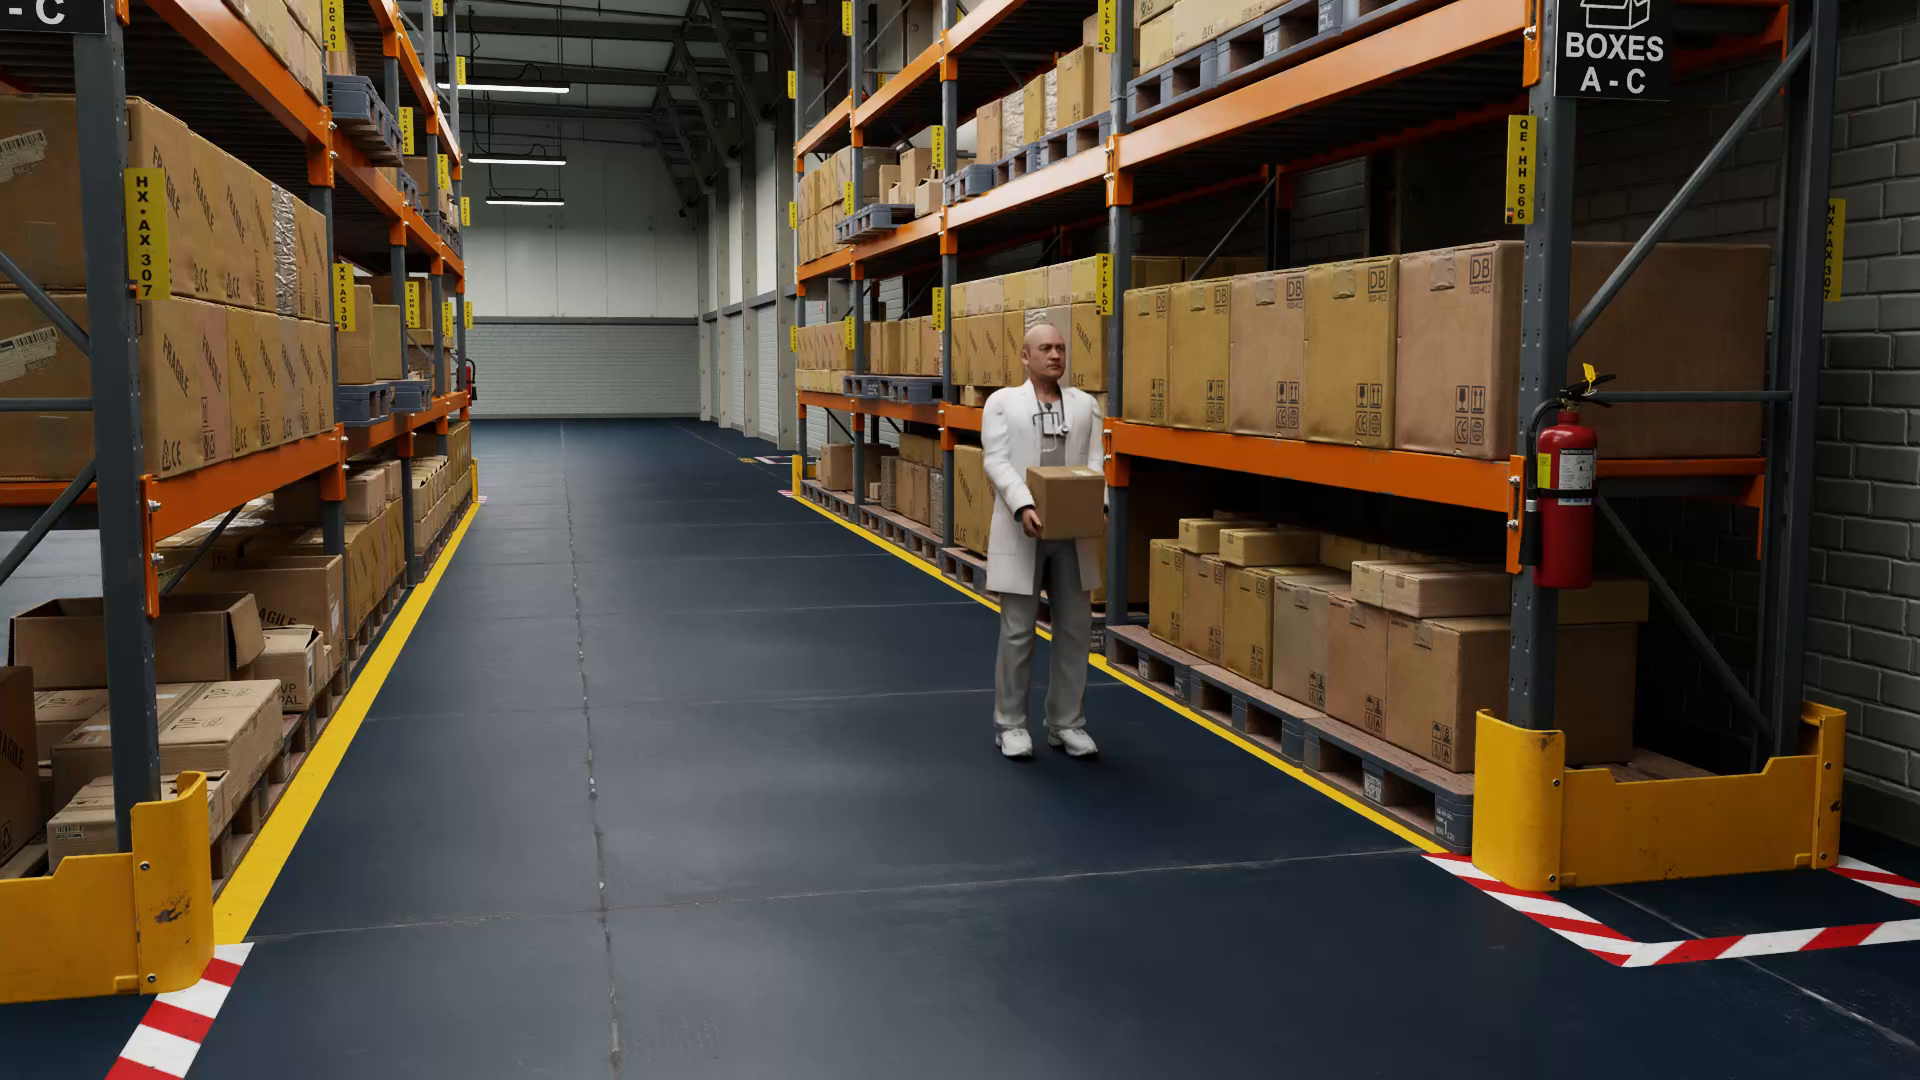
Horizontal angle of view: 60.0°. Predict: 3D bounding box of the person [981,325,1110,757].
[{"bbox_3d":[0.378,0.005,6.830,0.533,1.774,0.554,-2,6,-15],"label":"person"}]
